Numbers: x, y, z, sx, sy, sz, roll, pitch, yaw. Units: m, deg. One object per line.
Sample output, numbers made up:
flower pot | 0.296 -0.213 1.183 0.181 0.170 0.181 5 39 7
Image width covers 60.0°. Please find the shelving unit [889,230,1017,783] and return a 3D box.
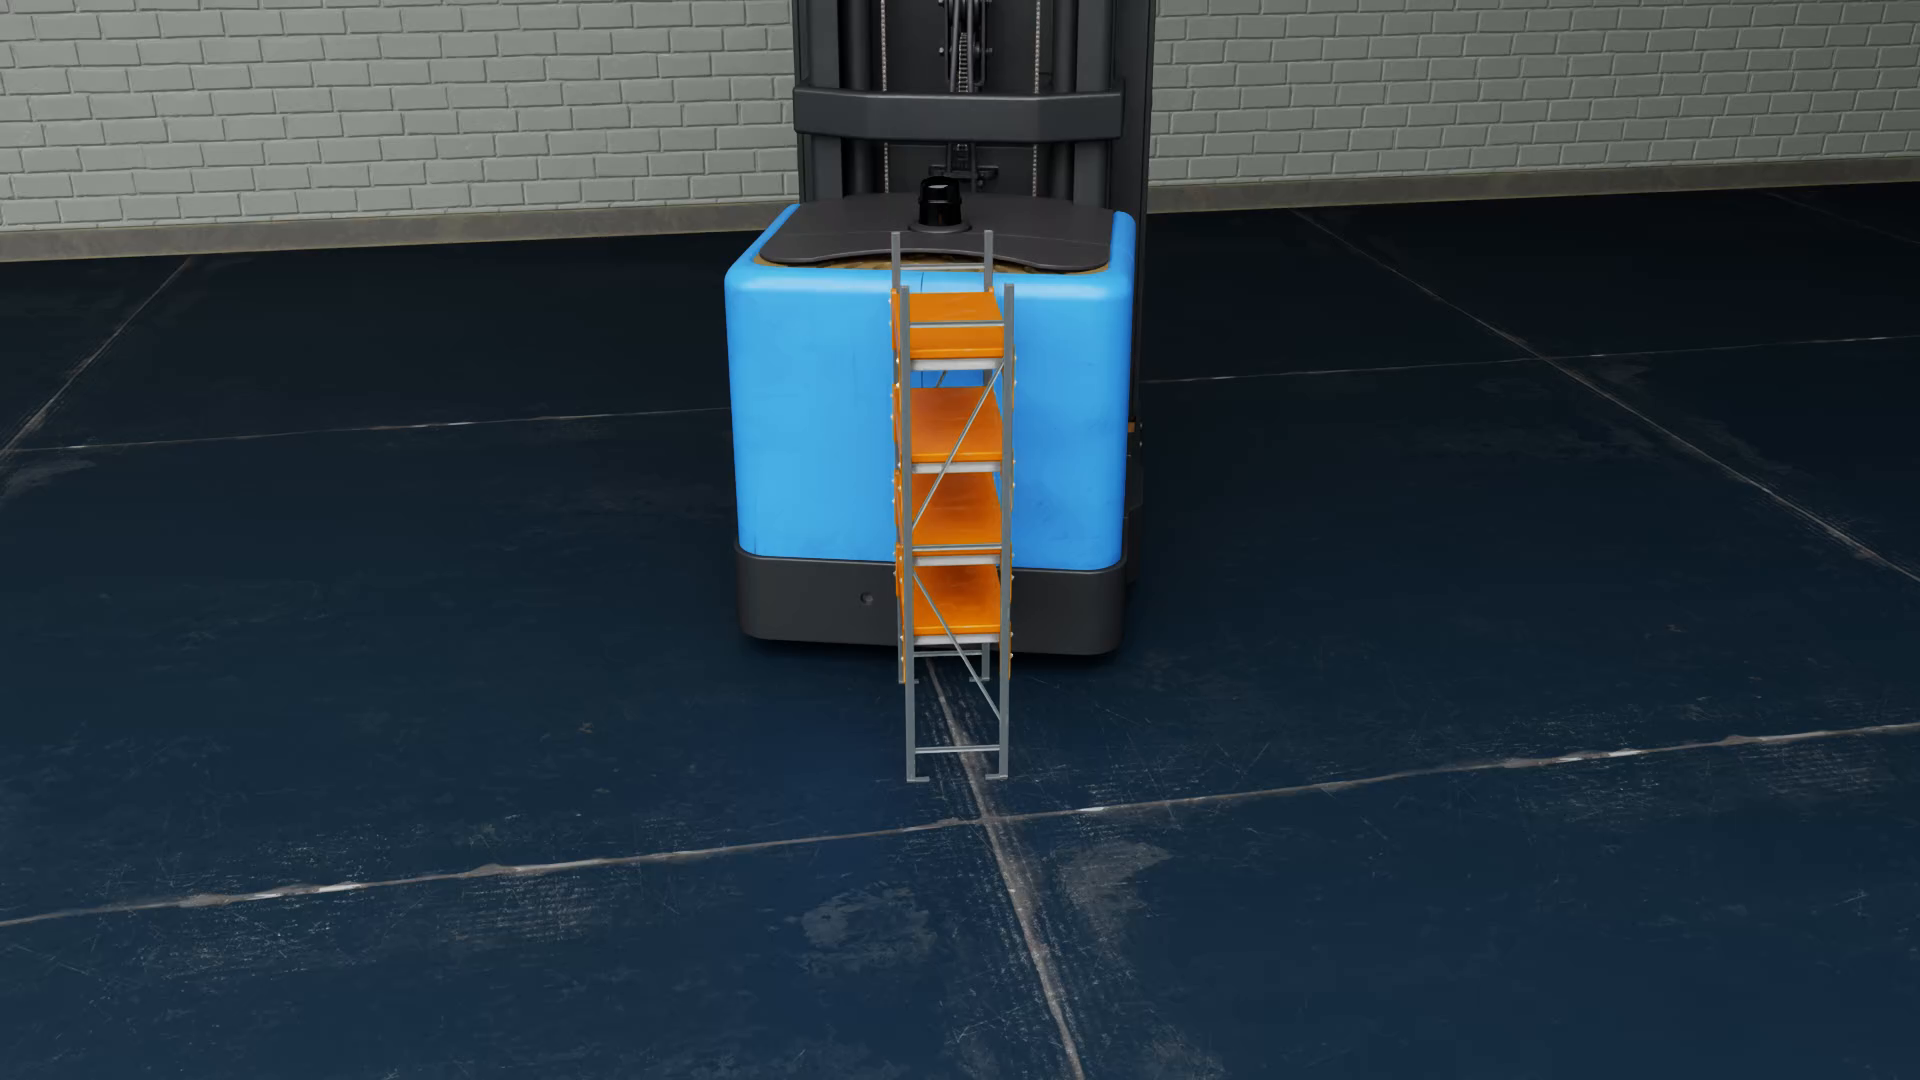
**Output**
shelving unit | -0.024 -0.079 3.931 0.258 1.200 0.503 -2 24 -4

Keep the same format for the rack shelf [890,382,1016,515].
rack shelf | -0.024 -0.222 3.869 0.258 0.148 0.480 -2 24 -4

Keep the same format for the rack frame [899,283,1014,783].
rack frame | -0.006 0.019 3.708 0.240 1.200 0.015 -2 24 -4

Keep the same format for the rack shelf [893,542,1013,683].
rack shelf | -0.024 0.165 4.038 0.258 0.148 0.480 -2 24 -4

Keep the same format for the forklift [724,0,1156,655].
forklift | 0.068 -1.594 5.237 1.130 2.935 3.031 2 24 6

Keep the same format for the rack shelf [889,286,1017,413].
rack shelf | -0.024 -0.439 3.774 0.258 0.148 0.480 -2 24 -4

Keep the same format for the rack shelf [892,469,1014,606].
rack shelf | -0.024 -0.017 3.958 0.258 0.148 0.480 -2 24 -4

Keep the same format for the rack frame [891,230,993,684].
rack frame | -0.042 -0.176 4.154 0.240 1.200 0.015 -2 24 -4
